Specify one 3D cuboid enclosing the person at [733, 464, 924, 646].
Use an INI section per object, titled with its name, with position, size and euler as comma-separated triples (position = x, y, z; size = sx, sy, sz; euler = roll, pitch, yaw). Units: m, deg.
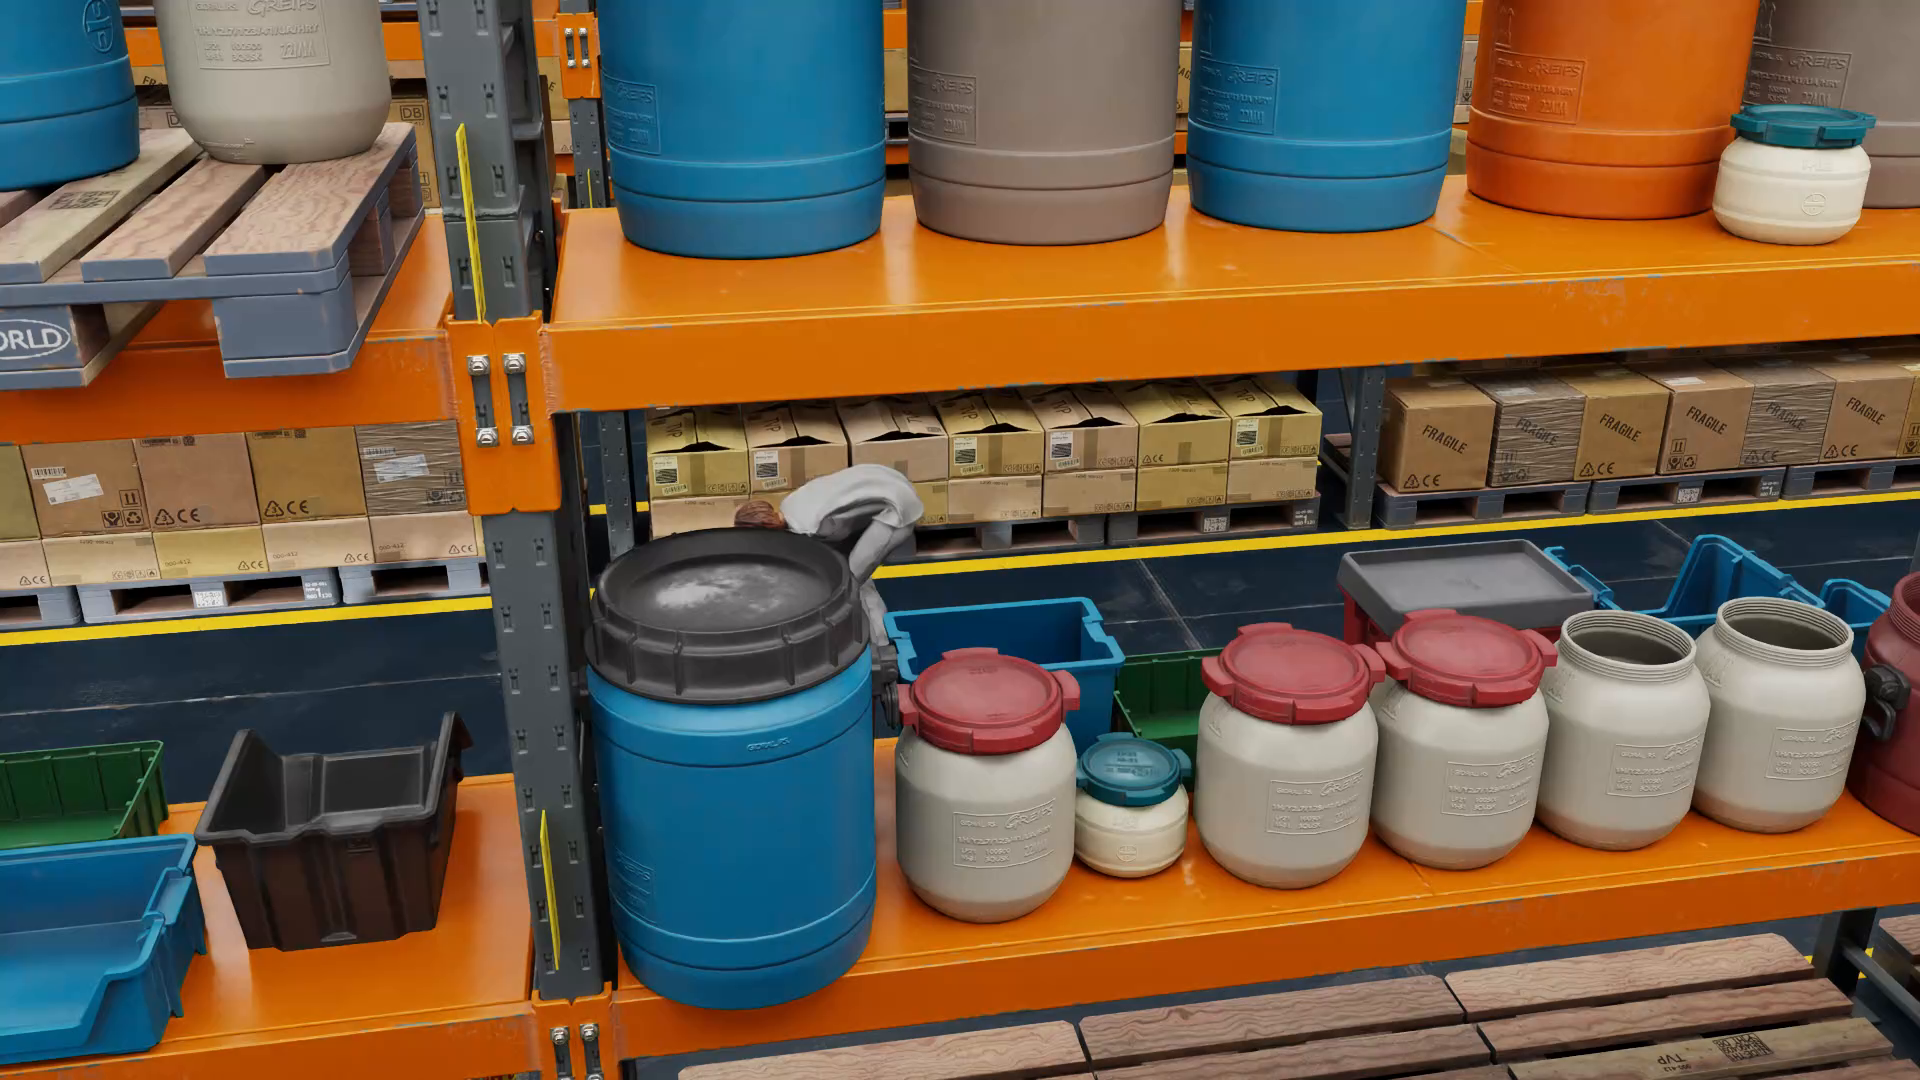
[person]
position = -0.595, 0.129, 7.628
size = 0.866, 0.948, 0.411
euler = -5, 24, -11
